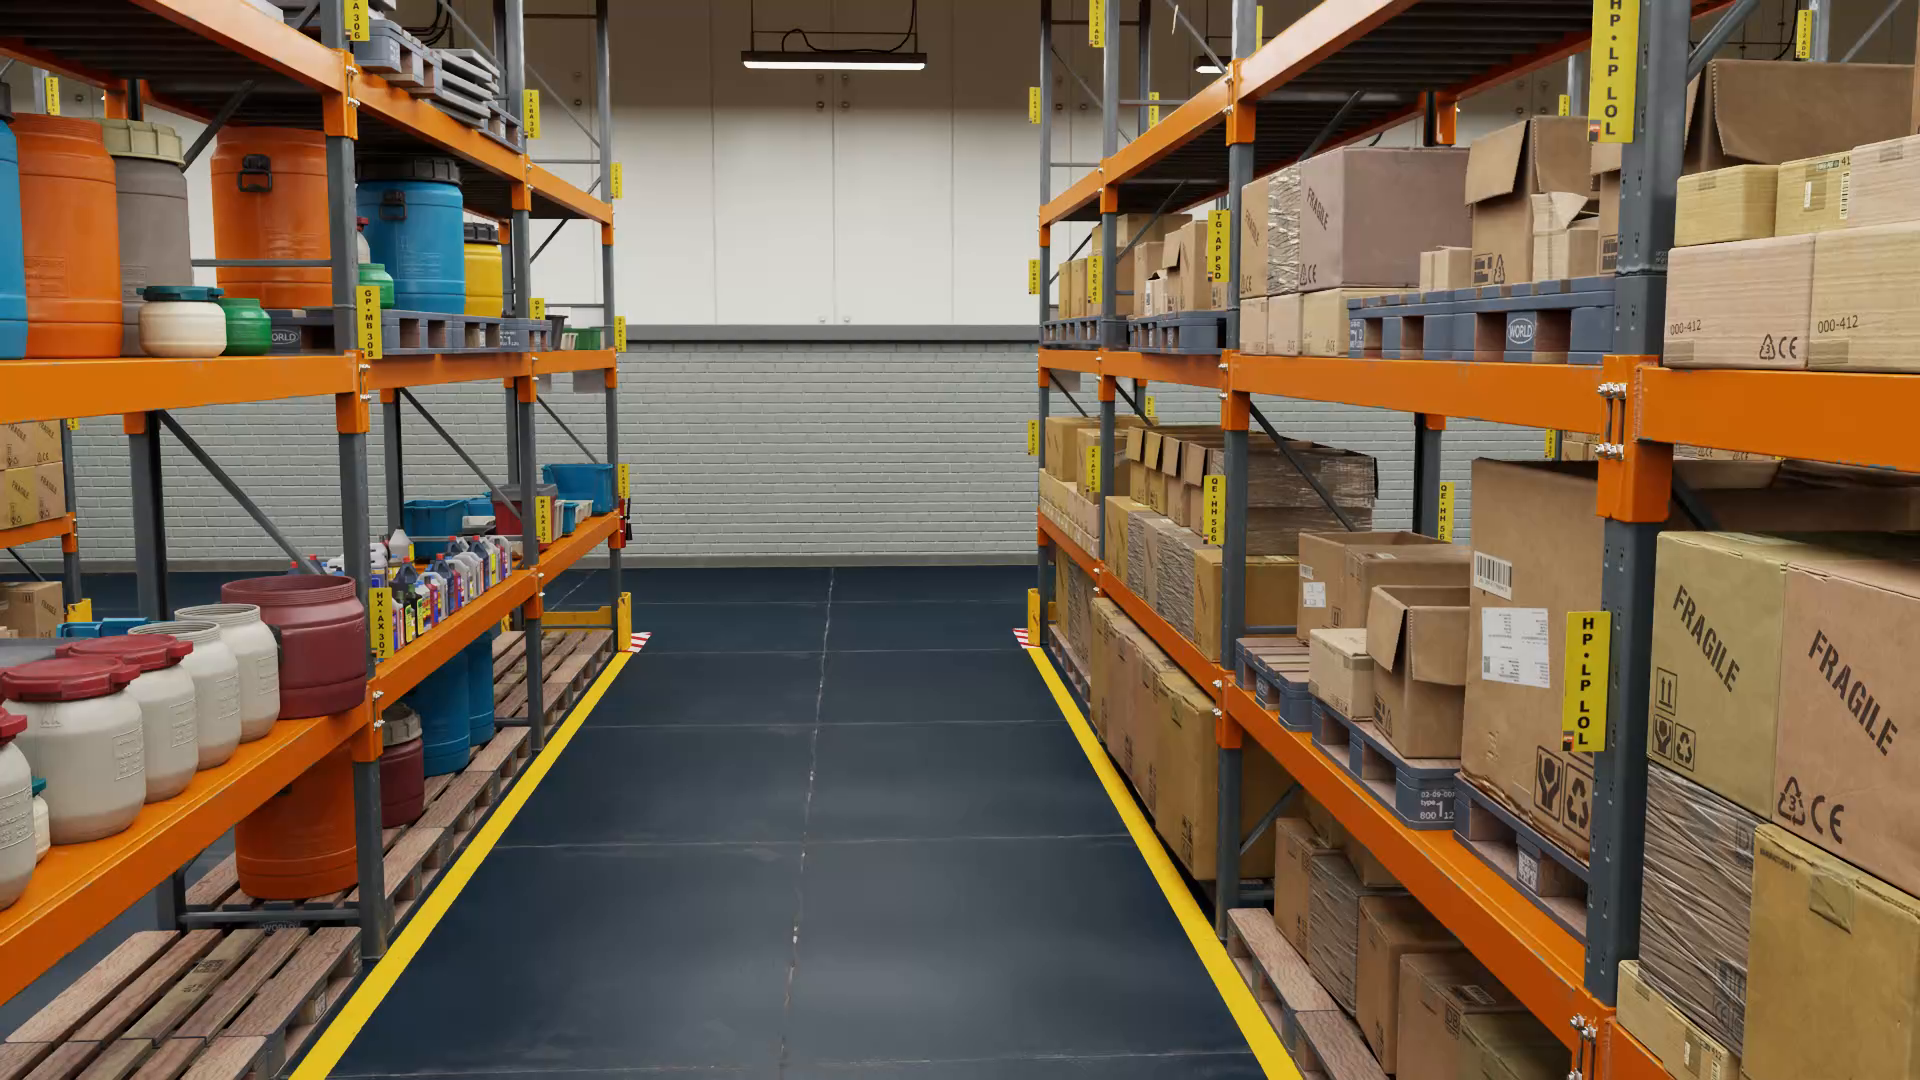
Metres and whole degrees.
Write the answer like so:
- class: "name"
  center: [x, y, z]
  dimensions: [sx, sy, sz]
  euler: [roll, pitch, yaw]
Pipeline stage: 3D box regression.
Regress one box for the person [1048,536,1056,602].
- class: "person"
  center: [1.065, -0.018, 16.951]
  dimensions: [0.416, 1.774, 0.656]
  euler: [-1, 7, -5]
